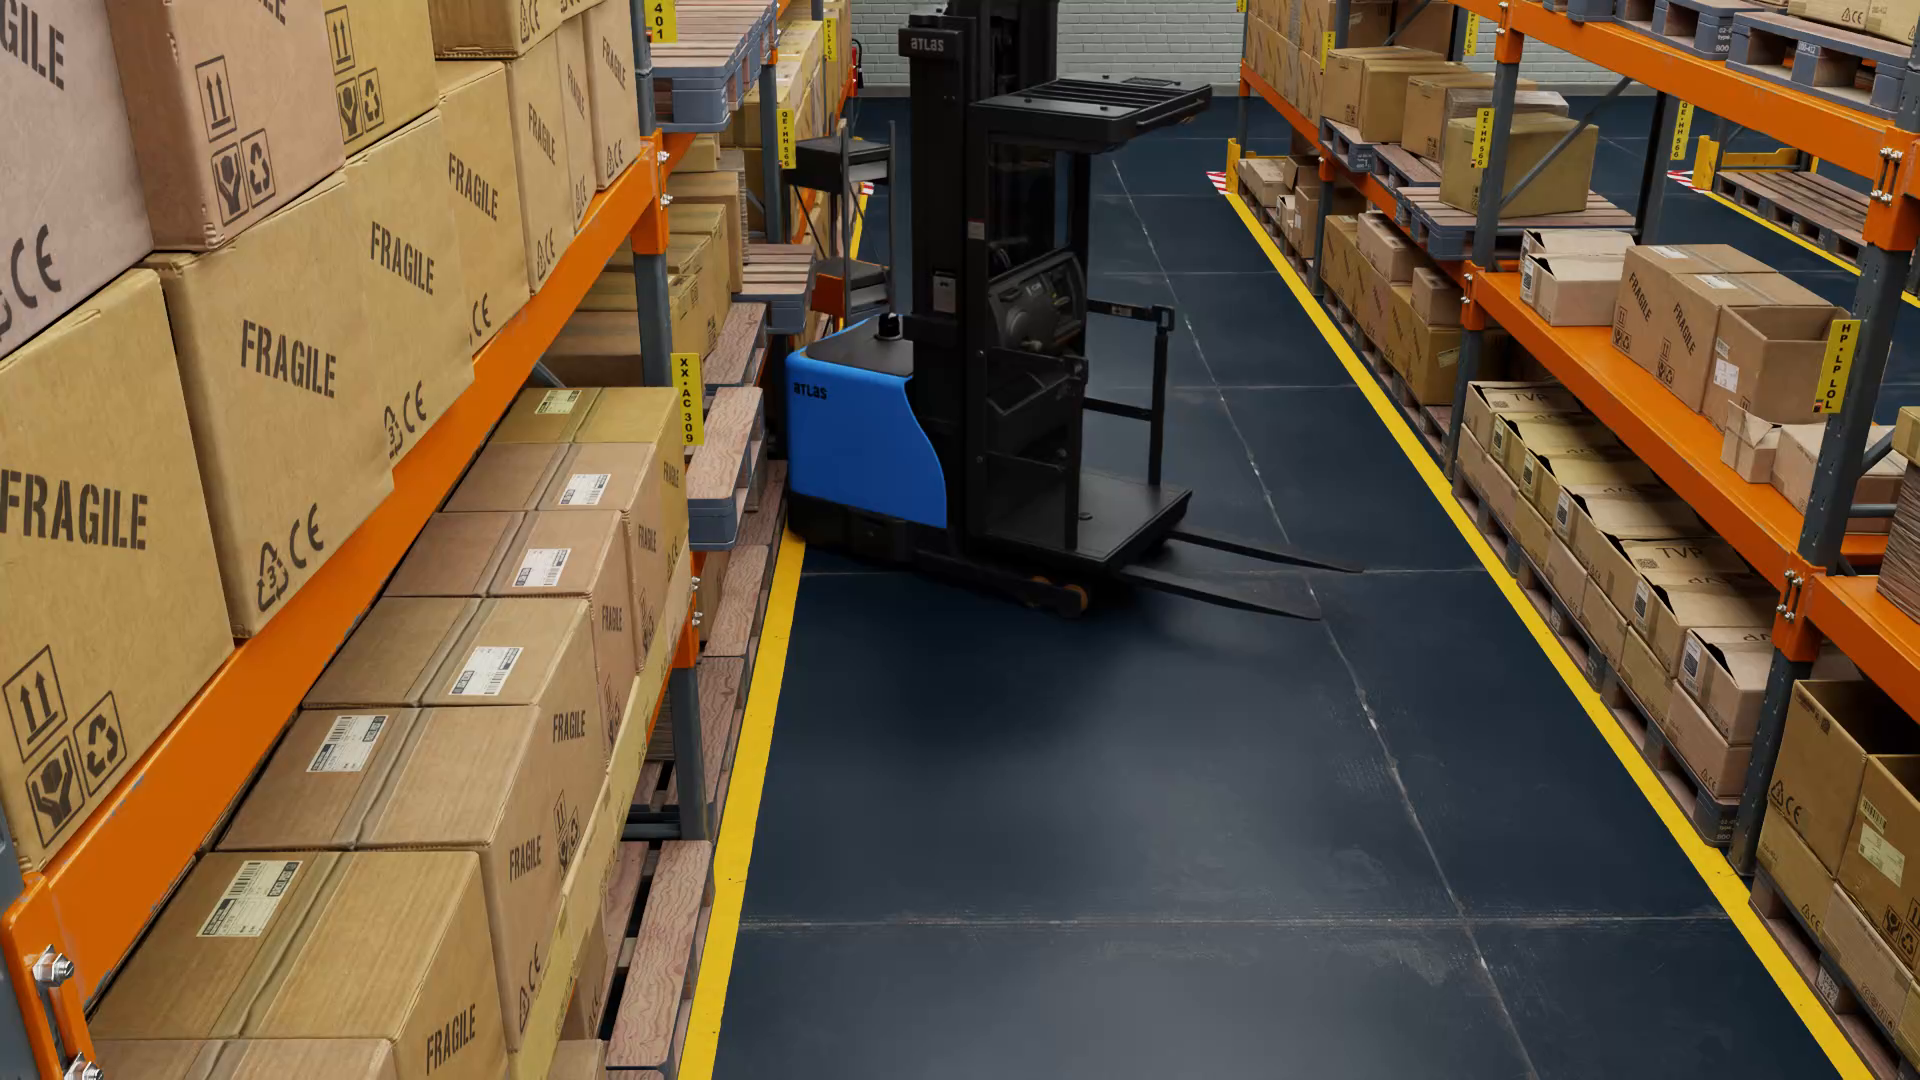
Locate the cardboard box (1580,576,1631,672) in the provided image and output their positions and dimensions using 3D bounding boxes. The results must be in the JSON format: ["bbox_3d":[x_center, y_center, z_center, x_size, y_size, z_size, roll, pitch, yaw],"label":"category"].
[{"bbox_3d":[3.186,0.376,7.605,0.500,0.250,0.500,0,24,1],"label":"cardboard box"}]

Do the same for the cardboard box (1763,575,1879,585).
[{"bbox_3d":[3.735,0.332,7.022,0.500,0.311,0.500,-1,24,-1],"label":"cardboard box"}]

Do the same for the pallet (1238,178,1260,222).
[{"bbox_3d":[3.370,-3.410,16.535,1.003,0.211,1.213,0,24,-1],"label":"pallet"}]

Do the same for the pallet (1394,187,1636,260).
[{"bbox_3d":[3.369,-1.936,10.123,1.213,0.211,1.003,0,24,-1],"label":"pallet"}]

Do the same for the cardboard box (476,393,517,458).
[{"bbox_3d":[-1.667,-0.160,5.212,0.500,0.500,0.500,-1,24,-2],"label":"cardboard box"}]

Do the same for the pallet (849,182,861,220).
[{"bbox_3d":[-1.507,-3.417,16.550,1.003,0.211,1.213,0,24,-1],"label":"pallet"}]

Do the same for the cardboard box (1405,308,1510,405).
[{"bbox_3d":[3.202,-1.190,10.741,0.500,0.500,0.500,1,24,2],"label":"cardboard box"}]

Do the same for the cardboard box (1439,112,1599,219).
[{"bbox_3d":[3.327,-2.240,9.933,0.700,0.500,0.500,-9,26,-18],"label":"cardboard box"}]

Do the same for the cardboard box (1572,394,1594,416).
[{"bbox_3d":[3.699,-0.724,9.357,0.500,0.311,0.500,0,24,1],"label":"cardboard box"}]

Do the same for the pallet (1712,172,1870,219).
[{"bbox_3d":[8.283,-3.451,16.625,1.003,0.211,1.213,0,24,-1],"label":"pallet"}]

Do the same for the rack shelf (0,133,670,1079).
[{"bbox_3d":[-1.441,-0.287,3.478,1.077,0.370,4.000,0,24,-1],"label":"rack shelf"}]

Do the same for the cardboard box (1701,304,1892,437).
[{"bbox_3d":[3.493,-0.675,6.982,0.500,0.500,0.500,1,24,3],"label":"cardboard box"}]

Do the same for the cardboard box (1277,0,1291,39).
[{"bbox_3d":[3.121,-4.727,14.727,0.500,0.500,0.500,0,24,-1],"label":"cardboard box"}]

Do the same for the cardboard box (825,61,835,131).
[{"bbox_3d":[-1.540,-3.729,13.491,0.980,0.700,0.700,0,24,0],"label":"cardboard box"}]

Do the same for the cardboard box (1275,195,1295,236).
[{"bbox_3d":[3.105,-2.911,14.774,0.500,0.311,0.500,0,24,-1],"label":"cardboard box"}]

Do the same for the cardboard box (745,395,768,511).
[{"bbox_3d":[-1.447,-0.486,9.183,0.700,0.500,0.500,0,24,0],"label":"cardboard box"}]

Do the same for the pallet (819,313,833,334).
[{"bbox_3d":[-1.466,-1.781,12.931,1.003,0.211,1.213,0,24,-1],"label":"pallet"}]

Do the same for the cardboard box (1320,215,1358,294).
[{"bbox_3d":[3.165,-2.254,13.093,0.500,0.500,0.500,-1,24,-3],"label":"cardboard box"}]

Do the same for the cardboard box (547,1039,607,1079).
[{"bbox_3d":[-1.301,1.691,4.370,0.700,0.500,0.500,-2,24,-4],"label":"cardboard box"}]

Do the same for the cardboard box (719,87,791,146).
[{"bbox_3d":[-1.254,-2.453,9.616,0.500,0.250,0.500,0,24,1],"label":"cardboard box"}]

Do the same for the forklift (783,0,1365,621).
[{"bbox_3d":[0.575,-1.194,8.333,3.031,2.935,1.130,14,28,28],"label":"forklift"}]

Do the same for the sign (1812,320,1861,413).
[{"bbox_3d":[2.948,-0.581,5.586,0.100,0.325,0.005,0,24,-1],"label":"sign"}]

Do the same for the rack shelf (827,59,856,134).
[{"bbox_3d":[-1.572,-3.865,15.029,1.077,0.370,4.000,0,24,-1],"label":"rack shelf"}]

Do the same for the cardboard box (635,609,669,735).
[{"bbox_3d":[-1.157,0.386,4.914,0.500,0.250,0.500,0,24,0],"label":"cardboard box"}]

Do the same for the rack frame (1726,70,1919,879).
[{"bbox_3d":[3.490,-0.096,5.823,1.000,3.000,0.127,0,24,-1],"label":"rack frame"}]

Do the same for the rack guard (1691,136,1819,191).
[{"bbox_3d":[8.299,-3.933,17.338,1.175,0.500,0.348,0,24,-1],"label":"rack guard"}]

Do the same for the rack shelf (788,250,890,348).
[{"bbox_3d":[-0.694,-1.371,9.715,0.480,0.518,0.431,19,29,38],"label":"rack shelf"}]

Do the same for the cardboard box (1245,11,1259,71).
[{"bbox_3d":[3.101,-4.902,16.328,0.500,0.500,0.500,0,24,1],"label":"cardboard box"}]

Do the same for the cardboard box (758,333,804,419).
[{"bbox_3d":[-1.383,-1.236,10.442,0.750,0.750,0.750,-1,24,-1],"label":"cardboard box"}]

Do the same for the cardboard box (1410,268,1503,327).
[{"bbox_3d":[3.197,-1.555,10.638,0.500,0.250,0.500,1,24,1],"label":"cardboard box"}]

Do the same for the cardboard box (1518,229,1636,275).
[{"bbox_3d":[3.407,-1.554,9.154,0.500,0.311,0.500,1,24,3],"label":"cardboard box"}]

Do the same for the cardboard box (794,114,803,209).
[{"bbox_3d":[-1.252,-2.328,10.251,0.500,0.500,0.500,1,24,1],"label":"cardboard box"}]

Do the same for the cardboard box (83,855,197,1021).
[{"bbox_3d":[-1.633,0.893,2.884,0.500,0.500,0.500,0,24,0],"label":"cardboard box"}]

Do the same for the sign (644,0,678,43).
[{"bbox_3d":[-0.920,-1.680,5.058,0.100,0.325,0.005,0,24,-1],"label":"sign"}]

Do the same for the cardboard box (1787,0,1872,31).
[{"bbox_3d":[3.485,-2.066,6.211,0.500,0.250,0.500,-3,24,-6],"label":"cardboard box"}]

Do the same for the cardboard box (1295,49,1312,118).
[{"bbox_3d":[3.134,-3.856,14.013,0.500,0.500,0.500,0,24,1],"label":"cardboard box"}]

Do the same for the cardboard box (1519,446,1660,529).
[{"bbox_3d":[3.176,-0.295,8.408,0.500,0.311,0.500,-1,24,-2],"label":"cardboard box"}]

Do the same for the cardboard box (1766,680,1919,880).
[{"bbox_3d":[3.182,0.816,5.723,0.500,0.500,0.500,0,24,-1],"label":"cardboard box"}]

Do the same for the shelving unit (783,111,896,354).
[{"bbox_3d":[-0.694,-1.384,9.710,0.503,2.100,0.431,19,29,38],"label":"shelving unit"}]

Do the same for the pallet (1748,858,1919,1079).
[{"bbox_3d":[3.457,1.502,5.672,1.003,0.211,1.213,0,24,-1],"label":"pallet"}]

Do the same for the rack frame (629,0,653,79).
[{"bbox_3d":[-1.463,-2.806,4.534,1.000,3.000,0.127,0,24,-1],"label":"rack frame"}]

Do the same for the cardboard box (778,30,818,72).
[{"bbox_3d":[-1.293,-3.499,11.929,0.500,0.250,0.500,0,24,1],"label":"cardboard box"}]

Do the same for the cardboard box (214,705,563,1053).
[{"bbox_3d":[-1.119,0.679,3.357,0.500,0.500,0.500,-1,24,-2],"label":"cardboard box"}]

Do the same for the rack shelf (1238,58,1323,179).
[{"bbox_3d":[3.381,-3.889,15.082,1.077,0.370,4.000,0,24,-1],"label":"rack shelf"}]

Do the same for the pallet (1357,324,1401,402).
[{"bbox_3d":[3.466,-1.283,11.831,1.003,0.211,1.213,0,24,-1],"label":"pallet"}]

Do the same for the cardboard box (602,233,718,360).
[{"bbox_3d":[-1.472,-1.030,7.232,0.700,0.500,0.500,3,25,7],"label":"cardboard box"}]

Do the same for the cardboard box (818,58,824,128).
[{"bbox_3d":[-1.293,-3.370,12.555,0.500,0.500,0.500,-1,24,-1],"label":"cardboard box"}]

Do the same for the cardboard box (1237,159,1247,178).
[{"bbox_3d":[3.020,-3.768,16.868,0.380,0.149,0.250,0,24,-1],"label":"cardboard box"}]

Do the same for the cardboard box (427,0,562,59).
[{"bbox_3d":[-1.154,-1.303,3.492,0.500,0.500,0.500,-1,24,-2],"label":"cardboard box"}]

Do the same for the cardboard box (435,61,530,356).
[{"bbox_3d":[-1.180,-0.641,3.241,0.500,0.500,0.500,1,24,3],"label":"cardboard box"}]
